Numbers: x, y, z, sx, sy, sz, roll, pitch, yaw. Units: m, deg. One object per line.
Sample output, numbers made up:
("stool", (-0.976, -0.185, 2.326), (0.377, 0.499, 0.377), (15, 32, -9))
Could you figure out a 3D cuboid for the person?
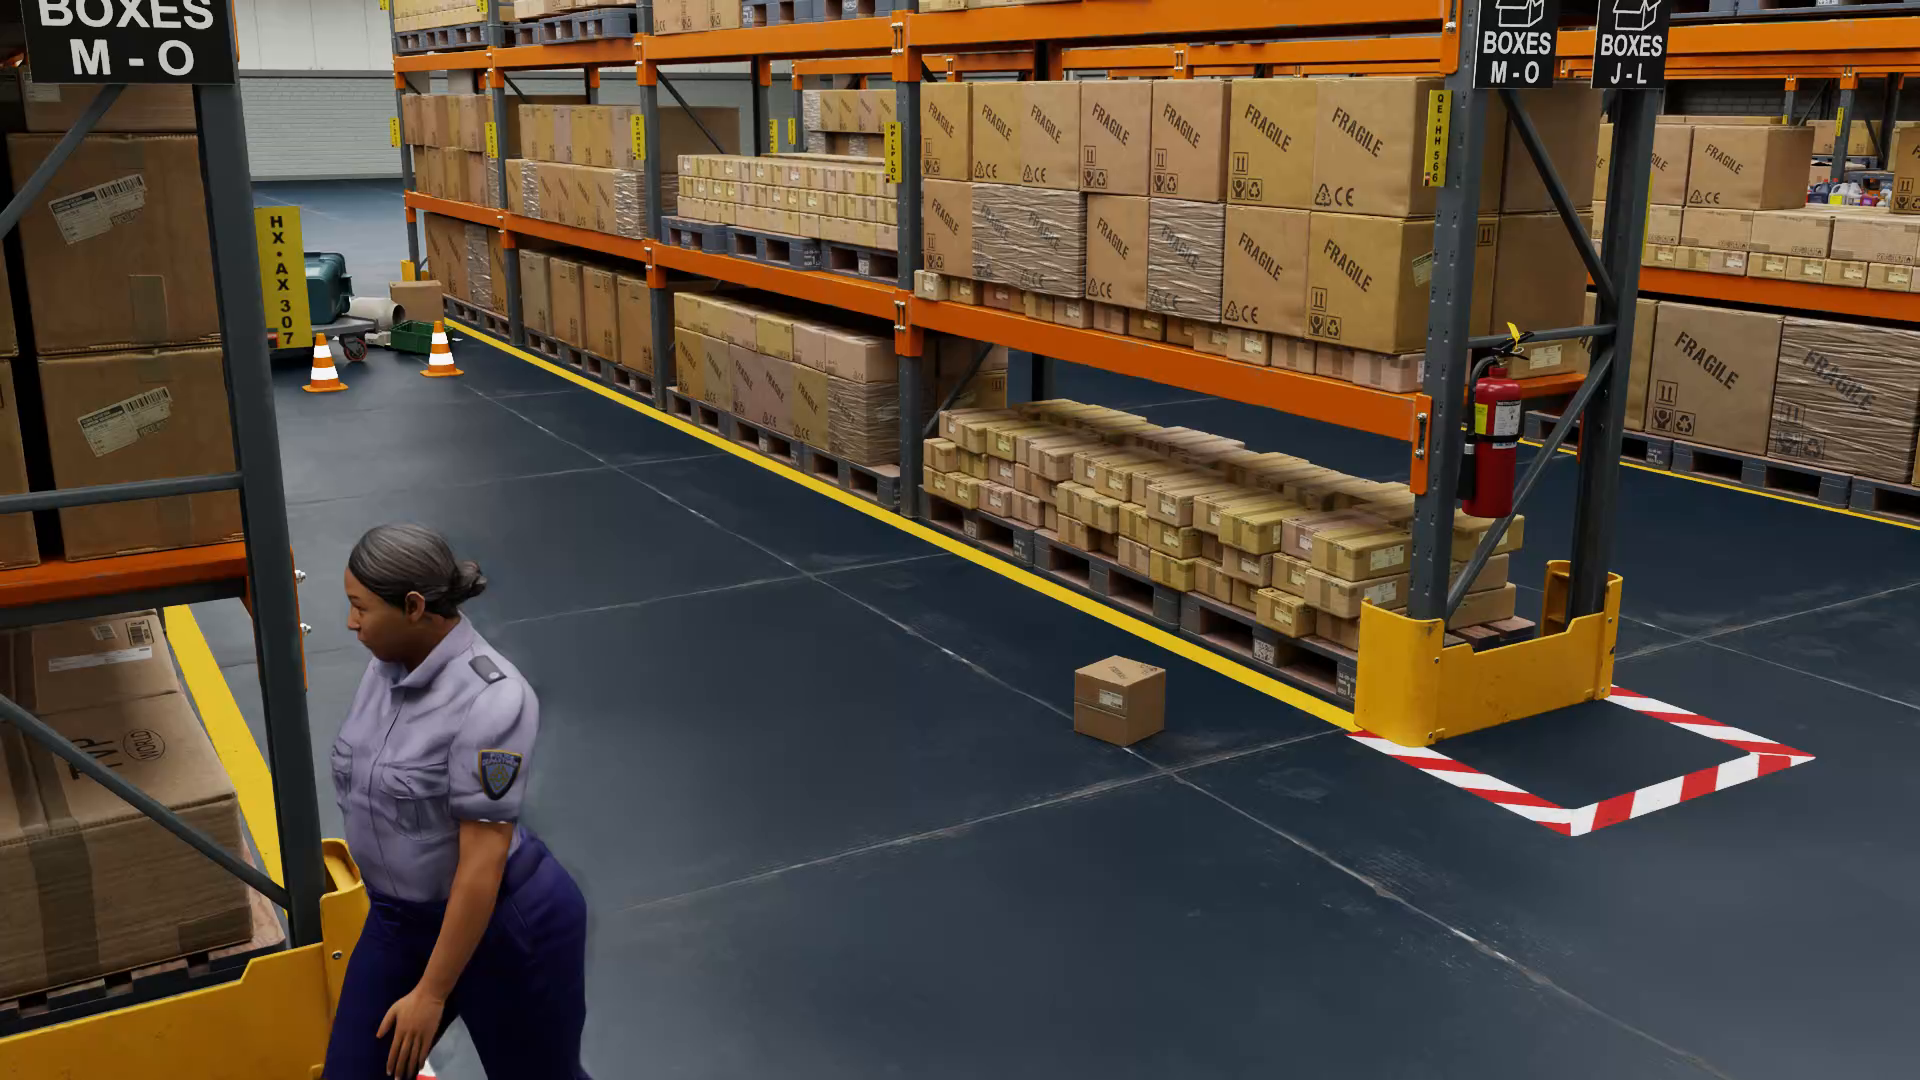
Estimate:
("person", (-0.962, 0.795, 3.172), (0.498, 1.718, 0.588), (10, 18, 33))
